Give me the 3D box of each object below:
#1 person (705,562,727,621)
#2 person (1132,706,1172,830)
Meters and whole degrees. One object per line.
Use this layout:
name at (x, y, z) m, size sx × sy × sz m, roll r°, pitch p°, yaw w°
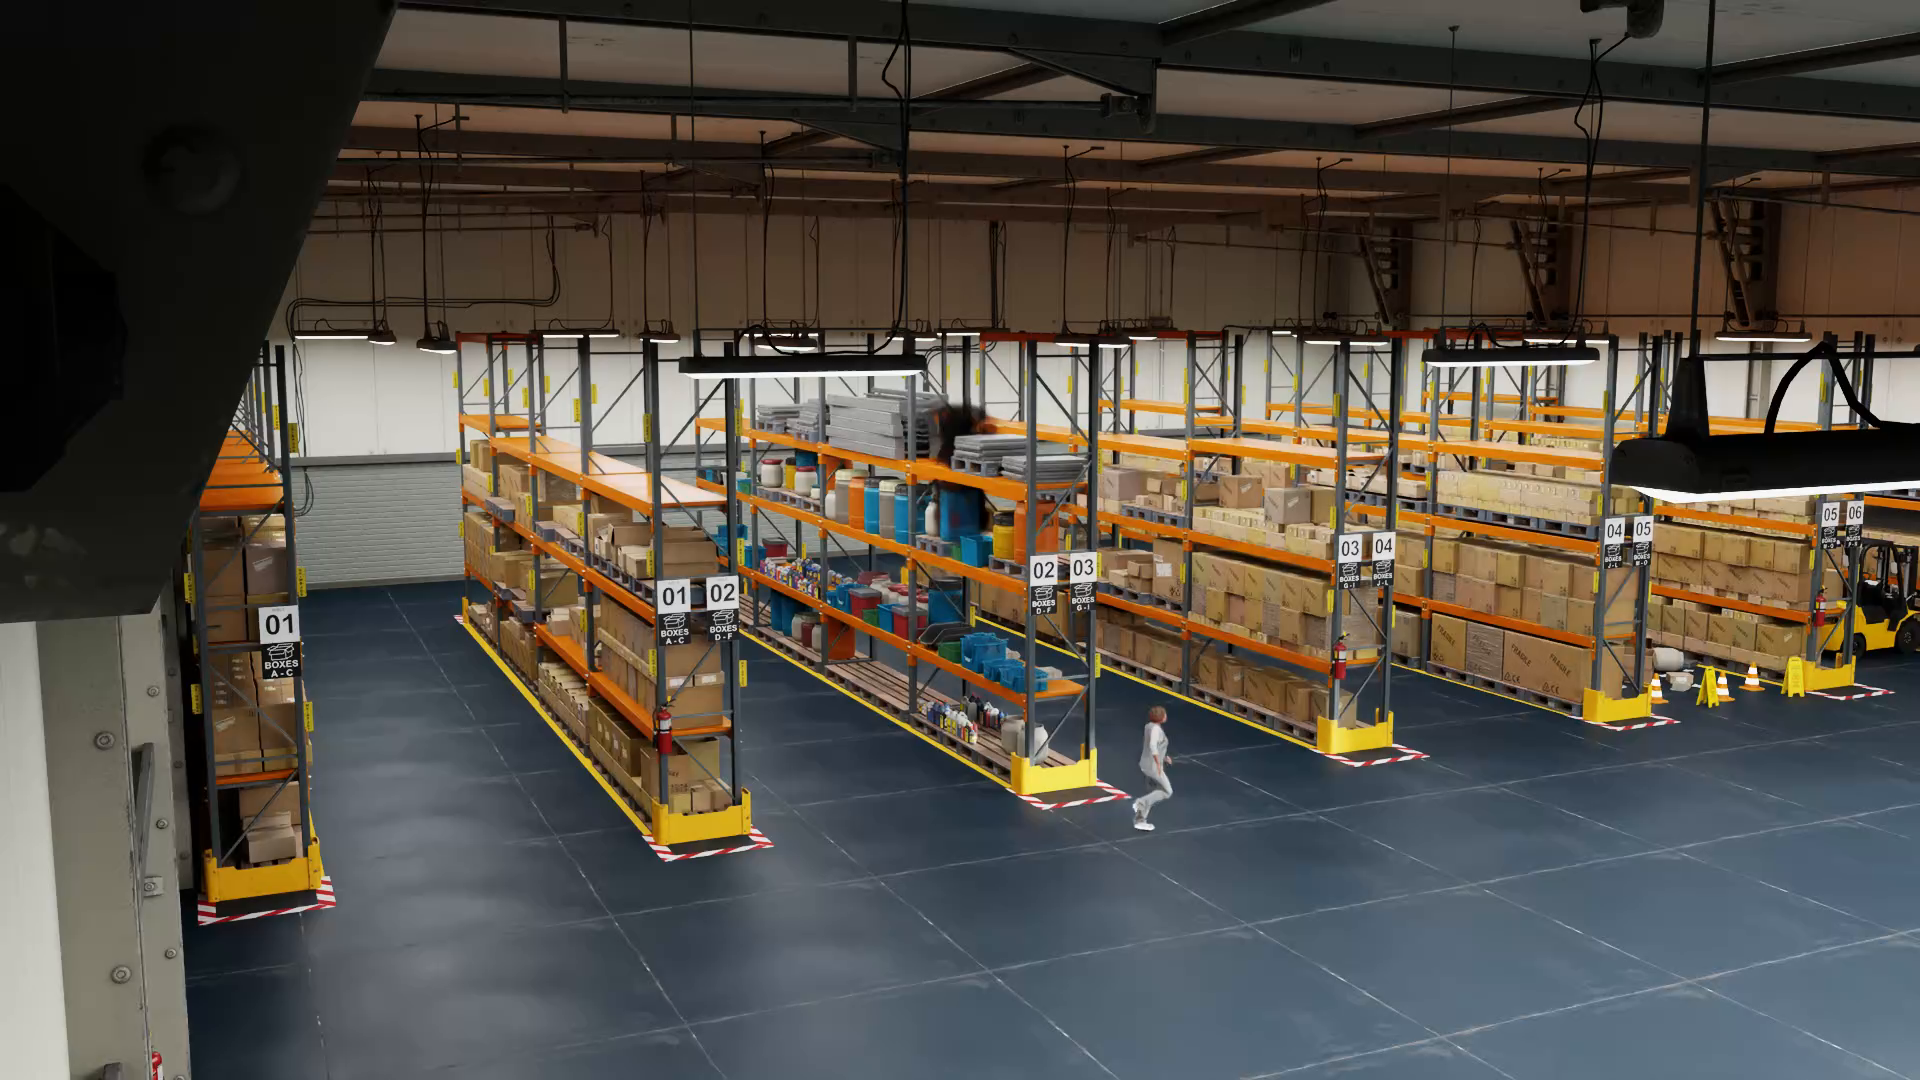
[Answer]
person at (-4.546, 1.290, 30.961) m, size 0.679 × 1.807 × 0.776 m, roll -3°, pitch 8°, yaw -21°
person at (2.382, 2.819, 20.491) m, size 0.506 × 1.558 × 0.611 m, roll 0°, pitch 8°, yaw -3°
